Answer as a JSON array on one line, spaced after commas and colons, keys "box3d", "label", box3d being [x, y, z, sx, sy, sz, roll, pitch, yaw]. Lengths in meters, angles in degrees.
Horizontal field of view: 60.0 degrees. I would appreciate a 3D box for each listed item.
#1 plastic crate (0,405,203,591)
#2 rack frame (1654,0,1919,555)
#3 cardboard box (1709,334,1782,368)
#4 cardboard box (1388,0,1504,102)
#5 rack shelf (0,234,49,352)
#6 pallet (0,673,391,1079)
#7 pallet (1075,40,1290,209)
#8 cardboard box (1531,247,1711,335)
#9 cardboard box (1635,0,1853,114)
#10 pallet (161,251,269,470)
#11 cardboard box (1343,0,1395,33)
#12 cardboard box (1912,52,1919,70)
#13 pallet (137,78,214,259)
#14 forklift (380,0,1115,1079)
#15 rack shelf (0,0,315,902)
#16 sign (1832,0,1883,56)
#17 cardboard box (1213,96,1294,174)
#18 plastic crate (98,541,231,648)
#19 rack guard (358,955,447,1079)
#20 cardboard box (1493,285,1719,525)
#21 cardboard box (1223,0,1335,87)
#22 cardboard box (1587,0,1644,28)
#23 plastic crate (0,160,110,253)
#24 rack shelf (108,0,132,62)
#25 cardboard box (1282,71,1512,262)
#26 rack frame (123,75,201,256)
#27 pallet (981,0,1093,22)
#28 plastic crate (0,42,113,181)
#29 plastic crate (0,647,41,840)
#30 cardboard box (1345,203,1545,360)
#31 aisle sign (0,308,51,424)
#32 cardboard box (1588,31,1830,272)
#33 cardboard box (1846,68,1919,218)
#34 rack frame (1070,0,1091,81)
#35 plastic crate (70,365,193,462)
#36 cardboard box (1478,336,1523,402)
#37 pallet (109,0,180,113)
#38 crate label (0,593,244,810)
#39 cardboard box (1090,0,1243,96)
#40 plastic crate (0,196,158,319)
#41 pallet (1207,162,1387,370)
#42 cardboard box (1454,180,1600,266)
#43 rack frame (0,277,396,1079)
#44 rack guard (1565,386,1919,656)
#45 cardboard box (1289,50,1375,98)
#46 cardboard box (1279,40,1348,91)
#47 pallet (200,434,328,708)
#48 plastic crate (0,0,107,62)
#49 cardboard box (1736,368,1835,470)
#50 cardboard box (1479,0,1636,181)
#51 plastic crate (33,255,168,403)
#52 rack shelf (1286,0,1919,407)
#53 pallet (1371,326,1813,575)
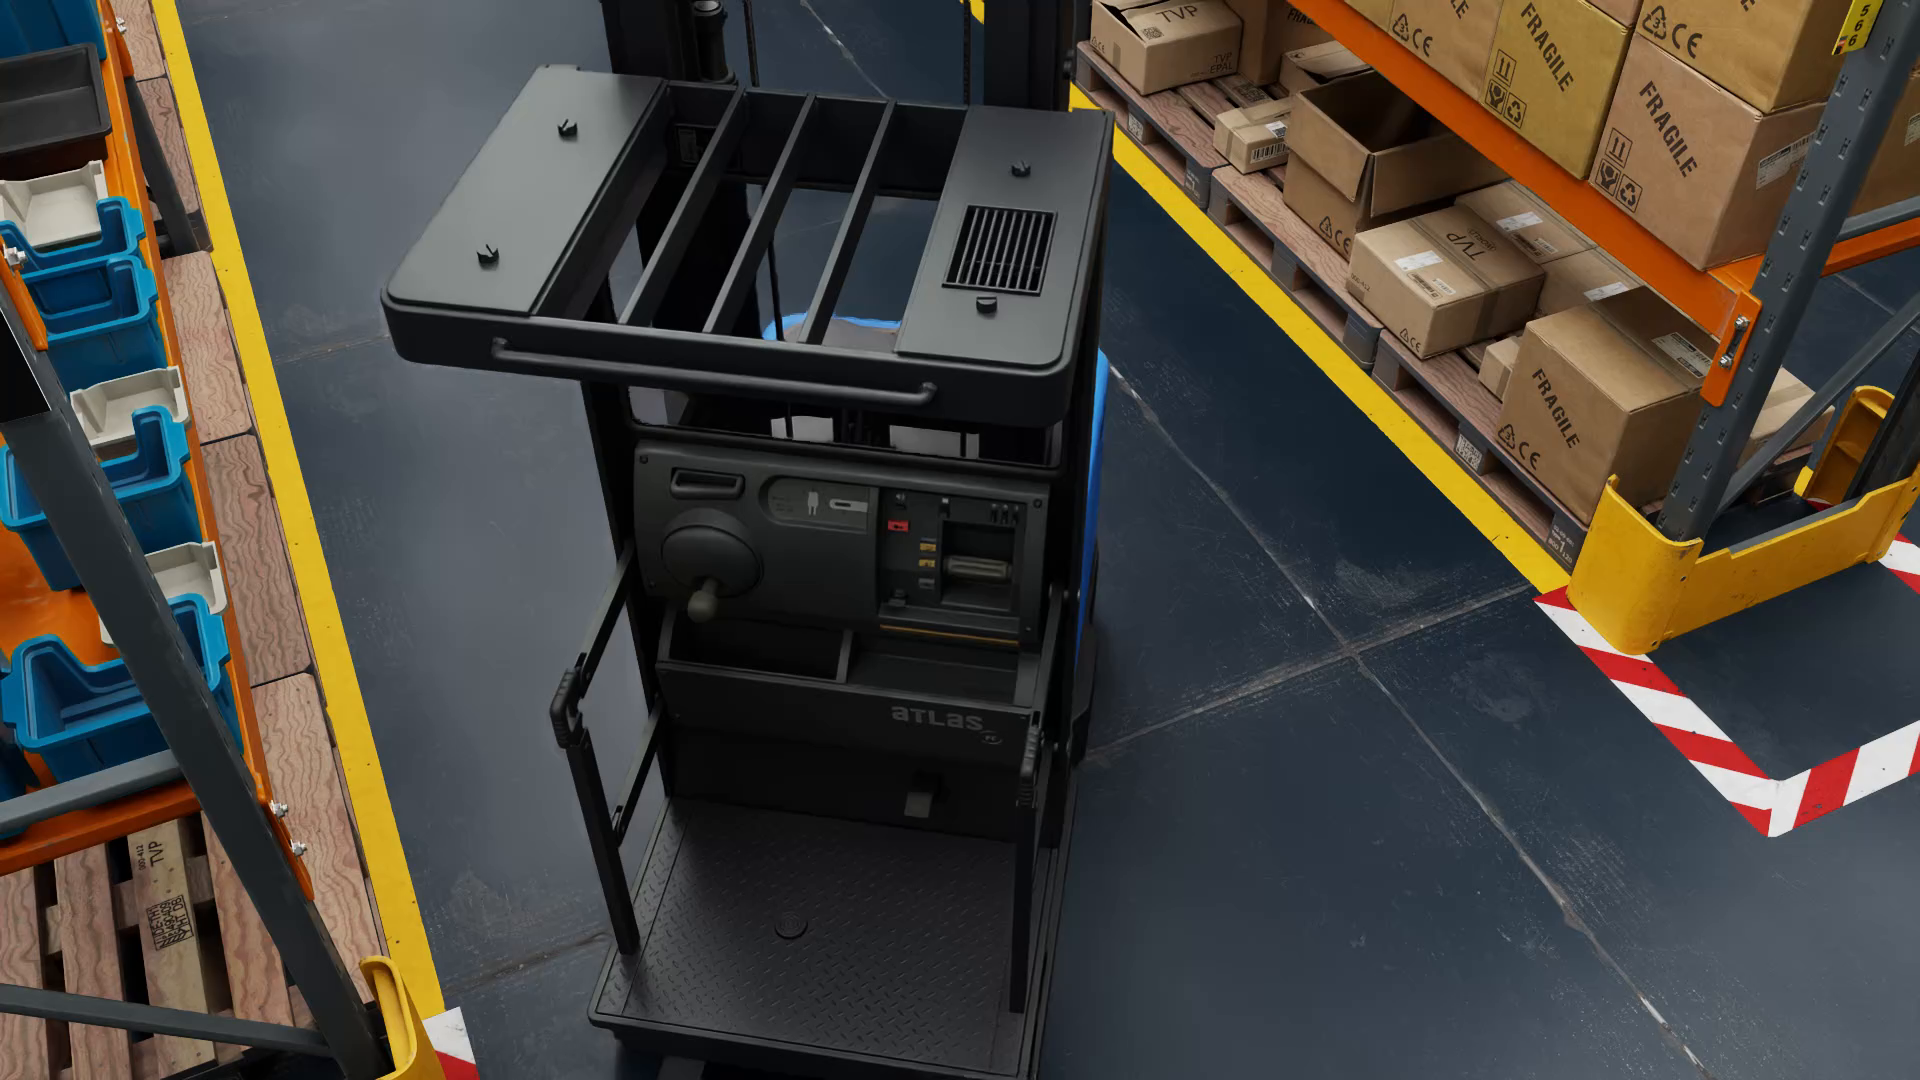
[{"box3d": [-1.940, -0.088, 3.780, 0.416, 0.233, 0.300, -18, 47, -17], "label": "plastic crate"}, {"box3d": [2.638, -0.913, 4.539, 1.000, 3.000, 0.127, -18, 47, -17], "label": "rack frame"}, {"box3d": [2.668, -0.588, 5.915, 0.380, 0.166, 0.250, -18, 47, -17], "label": "cardboard box"}, {"box3d": [1.776, -1.802, 5.370, 0.500, 0.500, 0.500, -18, 47, -17], "label": "cardboard box"}, {"box3d": [-2.699, -1.538, 3.550, 1.077, 0.370, 4.000, -18, 47, -17], "label": "rack shelf"}, {"box3d": [-2.169, 1.004, 4.583, 1.003, 0.211, 1.213, -18, 47, -17], "label": "pallet"}, {"box3d": [1.244, -2.031, 7.658, 1.003, 0.211, 1.213, -18, 47, -17], "label": "pallet"}, {"box3d": [2.456, -0.839, 6.109, 0.500, 0.250, 0.500, -18, 47, -17], "label": "cardboard box"}, {"box3d": [2.201, -1.506, 4.358, 0.500, 0.500, 0.500, -18, 48, -18], "label": "cardboard box"}, {"box3d": [-3.195, -0.551, 6.159, 1.003, 0.211, 1.213, -18, 47, -17], "label": "pallet"}, {"box3d": [1.565, -2.123, 5.695, 0.500, 0.500, 0.500, -19, 48, -18], "label": "cardboard box"}, {"box3d": [2.691, -1.665, 4.518, 0.500, 0.500, 0.500, -17, 47, -16], "label": "cardboard box"}, {"box3d": [-3.826, -1.513, 7.133, 1.003, 0.211, 1.213, -18, 47, -17], "label": "pallet"}, {"box3d": [-0.304, 0.110, 3.552, 1.130, 2.935, 3.031, 7, 45, 7], "label": "forklift"}, {"box3d": [-2.699, -0.471, 4.603, 1.077, 0.370, 4.000, -18, 47, -17], "label": "rack shelf"}, {"box3d": [2.126, -1.286, 3.868, 0.100, 0.325, 0.005, -18, 47, -17], "label": "sign"}, {"box3d": [1.309, -1.730, 7.072, 0.380, 0.166, 0.250, -18, 47, -17], "label": "cardboard box"}, {"box3d": [-1.723, 0.137, 3.621, 0.250, 0.136, 0.298, -18, 47, -17], "label": "plastic crate"}, {"box3d": [-1.836, 1.449, 3.925, 1.175, 0.500, 0.348, -18, 47, -17], "label": "rack guard"}, {"box3d": [2.186, -0.453, 5.540, 0.500, 0.500, 0.500, -18, 47, -17], "label": "cardboard box"}, {"box3d": [1.453, -2.449, 7.563, 0.500, 0.500, 0.500, -18, 47, -17], "label": "cardboard box"}, {"box3d": [1.988, -1.828, 4.684, 0.500, 0.500, 0.500, -17, 47, -16], "label": "cardboard box"}, {"box3d": [-2.535, -0.908, 4.679, 0.293, 0.136, 0.466, -18, 47, -17], "label": "plastic crate"}, {"box3d": [-4.381, -3.020, 7.187, 1.077, 0.370, 4.000, -18, 47, -17], "label": "rack shelf"}, {"box3d": [1.751, -1.534, 6.633, 0.797, 0.503, 0.637, -18, 47, -17], "label": "cardboard box"}, {"box3d": [-3.540, -2.001, 5.642, 1.000, 3.000, 0.127, -18, 47, -17], "label": "rack frame"}, {"box3d": [0.580, -2.976, 8.616, 1.003, 0.211, 1.213, -18, 47, -17], "label": "pallet"}, {"box3d": [-2.825, -1.291, 5.075, 0.437, 0.125, 0.590, -18, 47, -17], "label": "plastic crate"}, {"box3d": [-2.168, 0.356, 3.186, 0.616, 0.435, 0.499, -18, 47, -17], "label": "plastic crate"}, {"box3d": [1.814, -0.978, 6.250, 0.500, 0.250, 0.500, -18, 47, -17], "label": "cardboard box"}, {"box3d": [-1.558, -0.419, 2.188, 0.394, 0.787, 0.004, -18, 47, -17], "label": "aisle sign"}, {"box3d": [2.203, -1.153, 4.712, 0.500, 0.500, 0.500, -17, 47, -16], "label": "cardboard box"}, {"box3d": [2.691, -1.309, 4.870, 0.500, 0.500, 0.500, -17, 47, -17], "label": "cardboard box"}, {"box3d": [0.956, -3.462, 7.123, 1.000, 3.000, 0.127, -18, 47, -17], "label": "rack frame"}, {"box3d": [-2.008, -0.295, 4.059, 0.250, 0.136, 0.298, -18, 47, -17], "label": "plastic crate"}, {"box3d": [2.097, -0.619, 5.946, 0.380, 0.166, 0.250, -18, 47, -17], "label": "cardboard box"}, {"box3d": [-4.343, -2.291, 7.922, 1.003, 0.211, 1.213, -18, 47, -17], "label": "pallet"}, {"box3d": [-1.663, 0.332, 3.355, 0.416, 0.233, 0.303, -18, 47, -17], "label": "crate label"}, {"box3d": [0.936, -2.330, 7.577, 0.500, 0.311, 0.500, -18, 47, -17], "label": "cardboard box"}, {"box3d": [-2.343, -0.699, 4.399, 0.416, 0.233, 0.300, -18, 47, -17], "label": "plastic crate"}, {"box3d": [1.761, -1.252, 6.869, 1.003, 0.211, 1.213, -18, 47, -17], "label": "pallet"}, {"box3d": [2.246, -1.158, 6.432, 0.500, 0.250, 0.500, -18, 47, -17], "label": "cardboard box"}, {"box3d": [-1.861, 0.549, 3.058, 0.949, 2.616, 0.053, -18, 47, -17], "label": "rack frame"}, {"box3d": [2.606, -0.071, 5.466, 1.175, 0.500, 0.348, -18, 47, -17], "label": "rack guard"}, {"box3d": [1.768, -1.904, 7.145, 0.500, 0.311, 0.500, -18, 47, -17], "label": "cardboard box"}, {"box3d": [1.665, -2.103, 7.462, 0.380, 0.149, 0.250, -18, 47, -17], "label": "cardboard box"}, {"box3d": [-2.679, 0.227, 5.369, 1.003, 0.211, 1.213, -18, 47, -17], "label": "pallet"}, {"box3d": [-3.034, -1.820, 5.428, 0.392, 0.384, 0.575, -18, 47, -17], "label": "plastic crate"}, {"box3d": [2.774, -0.423, 5.759, 0.380, 0.149, 0.250, -18, 47, -17], "label": "cardboard box"}, {"box3d": [1.981, -1.483, 5.046, 0.500, 0.500, 0.500, -18, 47, -17], "label": "cardboard box"}, {"box3d": [-2.217, -0.507, 4.205, 0.416, 0.233, 0.300, -18, 47, -17], "label": "plastic crate"}, {"box3d": [1.797, -1.931, 6.084, 1.077, 0.370, 4.000, -18, 47, -17], "label": "rack shelf"}, {"box3d": [2.270, -0.476, 6.082, 1.003, 0.211, 1.213, -18, 47, -17], "label": "pallet"}]
